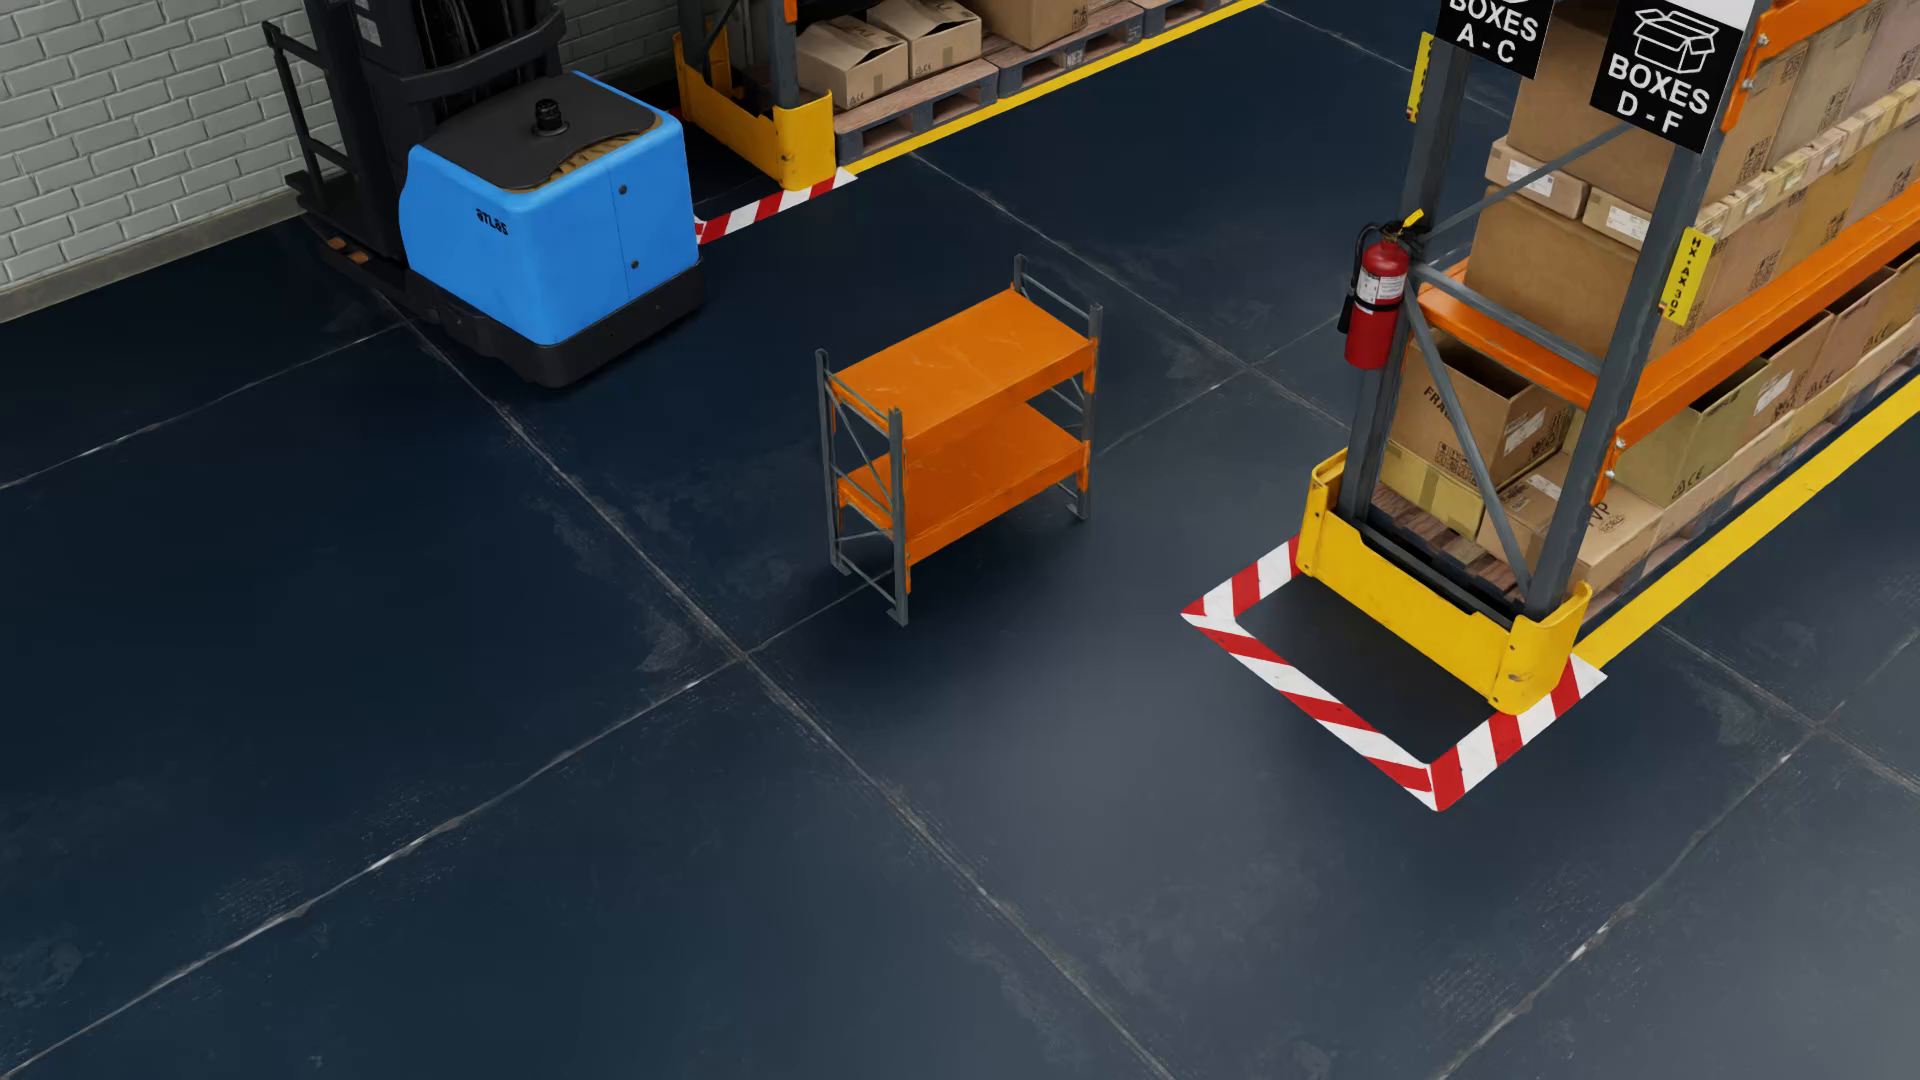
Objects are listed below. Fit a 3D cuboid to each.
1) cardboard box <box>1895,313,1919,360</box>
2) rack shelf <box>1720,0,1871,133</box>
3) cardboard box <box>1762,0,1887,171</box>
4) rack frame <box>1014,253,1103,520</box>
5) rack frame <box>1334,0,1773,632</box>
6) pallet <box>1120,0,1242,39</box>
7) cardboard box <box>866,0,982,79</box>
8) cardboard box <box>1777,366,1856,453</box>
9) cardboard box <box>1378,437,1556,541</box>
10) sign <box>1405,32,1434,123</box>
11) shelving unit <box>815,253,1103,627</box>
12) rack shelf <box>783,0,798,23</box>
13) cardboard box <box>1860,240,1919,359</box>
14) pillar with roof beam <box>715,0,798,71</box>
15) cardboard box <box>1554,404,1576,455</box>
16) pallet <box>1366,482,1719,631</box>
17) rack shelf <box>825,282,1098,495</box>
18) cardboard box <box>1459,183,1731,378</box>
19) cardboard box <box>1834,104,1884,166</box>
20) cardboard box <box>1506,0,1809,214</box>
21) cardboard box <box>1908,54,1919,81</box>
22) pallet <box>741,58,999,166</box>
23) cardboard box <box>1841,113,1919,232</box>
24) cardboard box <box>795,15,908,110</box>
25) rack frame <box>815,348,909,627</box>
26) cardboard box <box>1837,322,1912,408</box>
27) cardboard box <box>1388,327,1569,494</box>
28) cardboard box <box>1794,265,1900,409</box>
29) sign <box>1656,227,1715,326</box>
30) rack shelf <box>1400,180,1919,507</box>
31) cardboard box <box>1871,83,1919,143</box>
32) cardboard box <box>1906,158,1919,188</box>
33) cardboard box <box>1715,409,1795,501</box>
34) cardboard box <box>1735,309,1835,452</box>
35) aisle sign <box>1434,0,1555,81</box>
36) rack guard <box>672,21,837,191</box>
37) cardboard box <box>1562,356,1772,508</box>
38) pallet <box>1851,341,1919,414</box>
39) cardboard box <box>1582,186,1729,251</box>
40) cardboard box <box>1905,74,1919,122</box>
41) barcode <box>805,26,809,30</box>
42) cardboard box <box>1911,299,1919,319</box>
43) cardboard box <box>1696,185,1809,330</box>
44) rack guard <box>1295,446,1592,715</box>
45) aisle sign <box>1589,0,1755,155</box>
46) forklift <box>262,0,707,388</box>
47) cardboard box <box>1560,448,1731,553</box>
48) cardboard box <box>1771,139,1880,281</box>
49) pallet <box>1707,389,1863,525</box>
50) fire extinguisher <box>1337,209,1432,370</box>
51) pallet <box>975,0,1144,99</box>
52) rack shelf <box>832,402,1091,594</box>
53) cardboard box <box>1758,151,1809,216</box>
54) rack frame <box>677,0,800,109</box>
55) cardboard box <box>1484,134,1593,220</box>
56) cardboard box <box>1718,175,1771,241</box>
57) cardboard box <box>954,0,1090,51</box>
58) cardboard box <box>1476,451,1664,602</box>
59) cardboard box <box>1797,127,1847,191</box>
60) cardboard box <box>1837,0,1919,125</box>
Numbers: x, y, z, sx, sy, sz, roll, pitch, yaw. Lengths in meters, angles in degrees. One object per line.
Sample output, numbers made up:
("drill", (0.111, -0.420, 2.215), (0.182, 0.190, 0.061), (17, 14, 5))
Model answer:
("cardboard box", (4.402, -1.155, 7.991), (0.500, 0.250, 0.500), (-30, 51, -28))
("rack shelf", (3.473, -2.490, 6.045), (4.000, 0.370, 1.077), (-30, 51, -28))
("cardboard box", (2.746, -1.745, 5.897), (0.500, 0.500, 0.700), (-31, 51, -29))
("rack frame", (0.395, -0.636, 7.106), (0.032, 1.125, 0.500), (-30, 51, -28))
("rack frame", (1.939, -0.780, 5.890), (0.127, 3.000, 1.000), (-30, 51, -28))
("pallet", (1.334, -3.807, 11.149), (1.213, 0.211, 1.003), (-30, 51, -28))
("cardboard box", (-0.216, -3.067, 9.968), (0.500, 0.311, 0.500), (-26, 49, -25))
("cardboard box", (3.645, -0.708, 7.514), (0.500, 0.250, 0.500), (-30, 51, -28))
("cardboard box", (2.161, -0.322, 7.103), (0.500, 0.250, 0.500), (-30, 51, -28))
("sign", (1.602, -1.580, 5.722), (0.005, 0.325, 0.100), (-30, 51, -28))
("shelving unit", (0.005, -0.413, 6.868), (1.048, 1.125, 0.538), (-30, 51, -28))
("rack shelf", (0.292, -3.996, 9.840), (4.000, 0.370, 1.077), (-30, 51, -28))
("cardboard box", (4.020, -1.208, 7.499), (0.500, 0.500, 0.500), (-30, 51, -28))
("pillar with roof beam", (1.502, -4.068, 5.008), (0.400, 9.000, 9.100), (-30, 51, -28))
("cardboard box", (2.537, -0.548, 7.344), (0.500, 0.250, 0.500), (-30, 51, -28))
("pallet", (2.499, -0.122, 7.226), (1.213, 0.211, 1.003), (-30, 51, -28))
("rack shelf", (0.005, -0.626, 6.668), (1.000, 0.278, 0.538), (-30, 51, -28))
("cardboard box", (2.306, -1.015, 6.067), (0.500, 0.500, 0.700), (-30, 51, -28))
("cardboard box", (3.169, -1.567, 6.180), (0.250, 0.149, 0.380), (-32, 52, -29))
("cardboard box", (2.346, -1.511, 5.648), (0.500, 0.500, 0.700), (-30, 51, -28))
("cardboard box", (3.516, -2.187, 6.367), (0.500, 0.500, 0.700), (-30, 51, -28))
("pallet", (-0.538, -2.735, 10.008), (1.213, 0.211, 1.003), (-30, 51, -28))
("cardboard box", (3.491, -1.697, 6.792), (0.500, 0.500, 0.700), (-28, 50, -27))
("cardboard box", (-0.653, -2.817, 9.701), (0.500, 0.311, 0.500), (33, 52, 30))
("rack frame", (-0.385, -0.190, 6.630), (0.032, 1.125, 0.500), (-30, 51, -28))
("cardboard box", (4.028, -0.928, 7.749), (0.500, 0.250, 0.500), (-30, 51, -28))
("cardboard box", (2.160, -0.596, 6.848), (0.500, 0.500, 0.500), (-30, 51, -28))
("cardboard box", (3.646, -0.981, 7.257), (0.500, 0.500, 0.500), (-30, 51, -28))
("sign", (2.291, -0.831, 5.253), (0.005, 0.325, 0.100), (-30, 51, -28))
("rack shelf", (3.473, -1.397, 7.072), (4.000, 0.370, 1.077), (-30, 51, -28))
("cardboard box", (3.365, -1.679, 6.300), (0.250, 0.149, 0.380), (-30, 51, -28))
("cardboard box", (3.883, -1.922, 7.033), (0.500, 0.500, 0.700), (-29, 50, -27))
("cardboard box", (3.258, -0.491, 7.283), (0.500, 0.250, 0.500), (-30, 51, -28))
("cardboard box", (3.251, -0.770, 7.033), (0.500, 0.500, 0.500), (-30, 51, -28))
("aisle sign", (1.701, -1.853, 5.133), (0.004, 0.787, 0.394), (-30, 51, -28))
("rack guard", (-1.184, -2.502, 9.549), (0.348, 0.500, 1.175), (-30, 51, -28))
("cardboard box", (2.876, -0.544, 6.792), (0.500, 0.500, 0.500), (-30, 51, -28))
("pallet", (4.371, -1.194, 8.367), (1.213, 0.211, 1.003), (-30, 51, -28))
("cardboard box", (2.378, -1.113, 5.697), (0.250, 0.149, 0.380), (-30, 51, -28))
("cardboard box", (3.558, -1.787, 6.415), (0.250, 0.149, 0.380), (-29, 51, -28))
("barcode", (-0.896, -3.038, 9.930), (0.075, 0.075, 0.001), (-30, 51, -28))
("cardboard box", (4.401, -1.430, 7.735), (0.500, 0.500, 0.500), (-30, 51, -28))
("cardboard box", (2.705, -1.248, 6.315), (0.500, 0.500, 0.700), (-28, 50, -27))
("rack guard", (1.921, 0.141, 6.734), (0.348, 0.500, 1.175), (-30, 51, -28))
("aisle sign", (2.085, -1.538, 4.798), (0.004, 0.787, 0.394), (-30, 51, -28))
("forklift", (-2.737, -2.654, 7.935), (3.031, 2.935, 1.130), (30, 51, 28))
("cardboard box", (2.875, -0.272, 7.050), (0.500, 0.250, 0.500), (-30, 51, -28))
("cardboard box", (3.090, -1.463, 6.544), (0.500, 0.500, 0.700), (-29, 51, -28))
("pallet", (3.434, -0.655, 7.793), (1.213, 0.211, 1.003), (-30, 51, -28))
("fire extinguisher", (1.551, -0.944, 6.121), (0.183, 0.674, 0.296), (-30, 51, -28))
("pallet", (0.398, -3.268, 10.576), (1.213, 0.211, 1.003), (-30, 51, -28))
("rack shelf", (0.005, -0.235, 7.035), (1.000, 0.278, 0.538), (-30, 51, -28))
("cardboard box", (2.771, -1.339, 5.938), (0.250, 0.149, 0.380), (-30, 51, -28))
("rack frame", (-1.242, -3.380, 8.658), (0.127, 3.000, 1.000), (-30, 51, -28))
("cardboard box", (2.110, -1.321, 5.919), (0.250, 0.149, 0.380), (-31, 51, -28))
("cardboard box", (2.579, -1.230, 5.822), (0.250, 0.149, 0.380), (-31, 51, -29))
("cardboard box", (0.379, -3.432, 10.218), (0.500, 0.500, 0.700), (-33, 52, -30))
("cardboard box", (2.493, -0.050, 6.814), (0.500, 0.250, 0.500), (-30, 51, -28))
("cardboard box", (2.966, -1.449, 6.054), (0.250, 0.149, 0.380), (-31, 51, -28))
("cardboard box", (3.132, -1.967, 6.133), (0.500, 0.500, 0.700), (-30, 51, -28))
